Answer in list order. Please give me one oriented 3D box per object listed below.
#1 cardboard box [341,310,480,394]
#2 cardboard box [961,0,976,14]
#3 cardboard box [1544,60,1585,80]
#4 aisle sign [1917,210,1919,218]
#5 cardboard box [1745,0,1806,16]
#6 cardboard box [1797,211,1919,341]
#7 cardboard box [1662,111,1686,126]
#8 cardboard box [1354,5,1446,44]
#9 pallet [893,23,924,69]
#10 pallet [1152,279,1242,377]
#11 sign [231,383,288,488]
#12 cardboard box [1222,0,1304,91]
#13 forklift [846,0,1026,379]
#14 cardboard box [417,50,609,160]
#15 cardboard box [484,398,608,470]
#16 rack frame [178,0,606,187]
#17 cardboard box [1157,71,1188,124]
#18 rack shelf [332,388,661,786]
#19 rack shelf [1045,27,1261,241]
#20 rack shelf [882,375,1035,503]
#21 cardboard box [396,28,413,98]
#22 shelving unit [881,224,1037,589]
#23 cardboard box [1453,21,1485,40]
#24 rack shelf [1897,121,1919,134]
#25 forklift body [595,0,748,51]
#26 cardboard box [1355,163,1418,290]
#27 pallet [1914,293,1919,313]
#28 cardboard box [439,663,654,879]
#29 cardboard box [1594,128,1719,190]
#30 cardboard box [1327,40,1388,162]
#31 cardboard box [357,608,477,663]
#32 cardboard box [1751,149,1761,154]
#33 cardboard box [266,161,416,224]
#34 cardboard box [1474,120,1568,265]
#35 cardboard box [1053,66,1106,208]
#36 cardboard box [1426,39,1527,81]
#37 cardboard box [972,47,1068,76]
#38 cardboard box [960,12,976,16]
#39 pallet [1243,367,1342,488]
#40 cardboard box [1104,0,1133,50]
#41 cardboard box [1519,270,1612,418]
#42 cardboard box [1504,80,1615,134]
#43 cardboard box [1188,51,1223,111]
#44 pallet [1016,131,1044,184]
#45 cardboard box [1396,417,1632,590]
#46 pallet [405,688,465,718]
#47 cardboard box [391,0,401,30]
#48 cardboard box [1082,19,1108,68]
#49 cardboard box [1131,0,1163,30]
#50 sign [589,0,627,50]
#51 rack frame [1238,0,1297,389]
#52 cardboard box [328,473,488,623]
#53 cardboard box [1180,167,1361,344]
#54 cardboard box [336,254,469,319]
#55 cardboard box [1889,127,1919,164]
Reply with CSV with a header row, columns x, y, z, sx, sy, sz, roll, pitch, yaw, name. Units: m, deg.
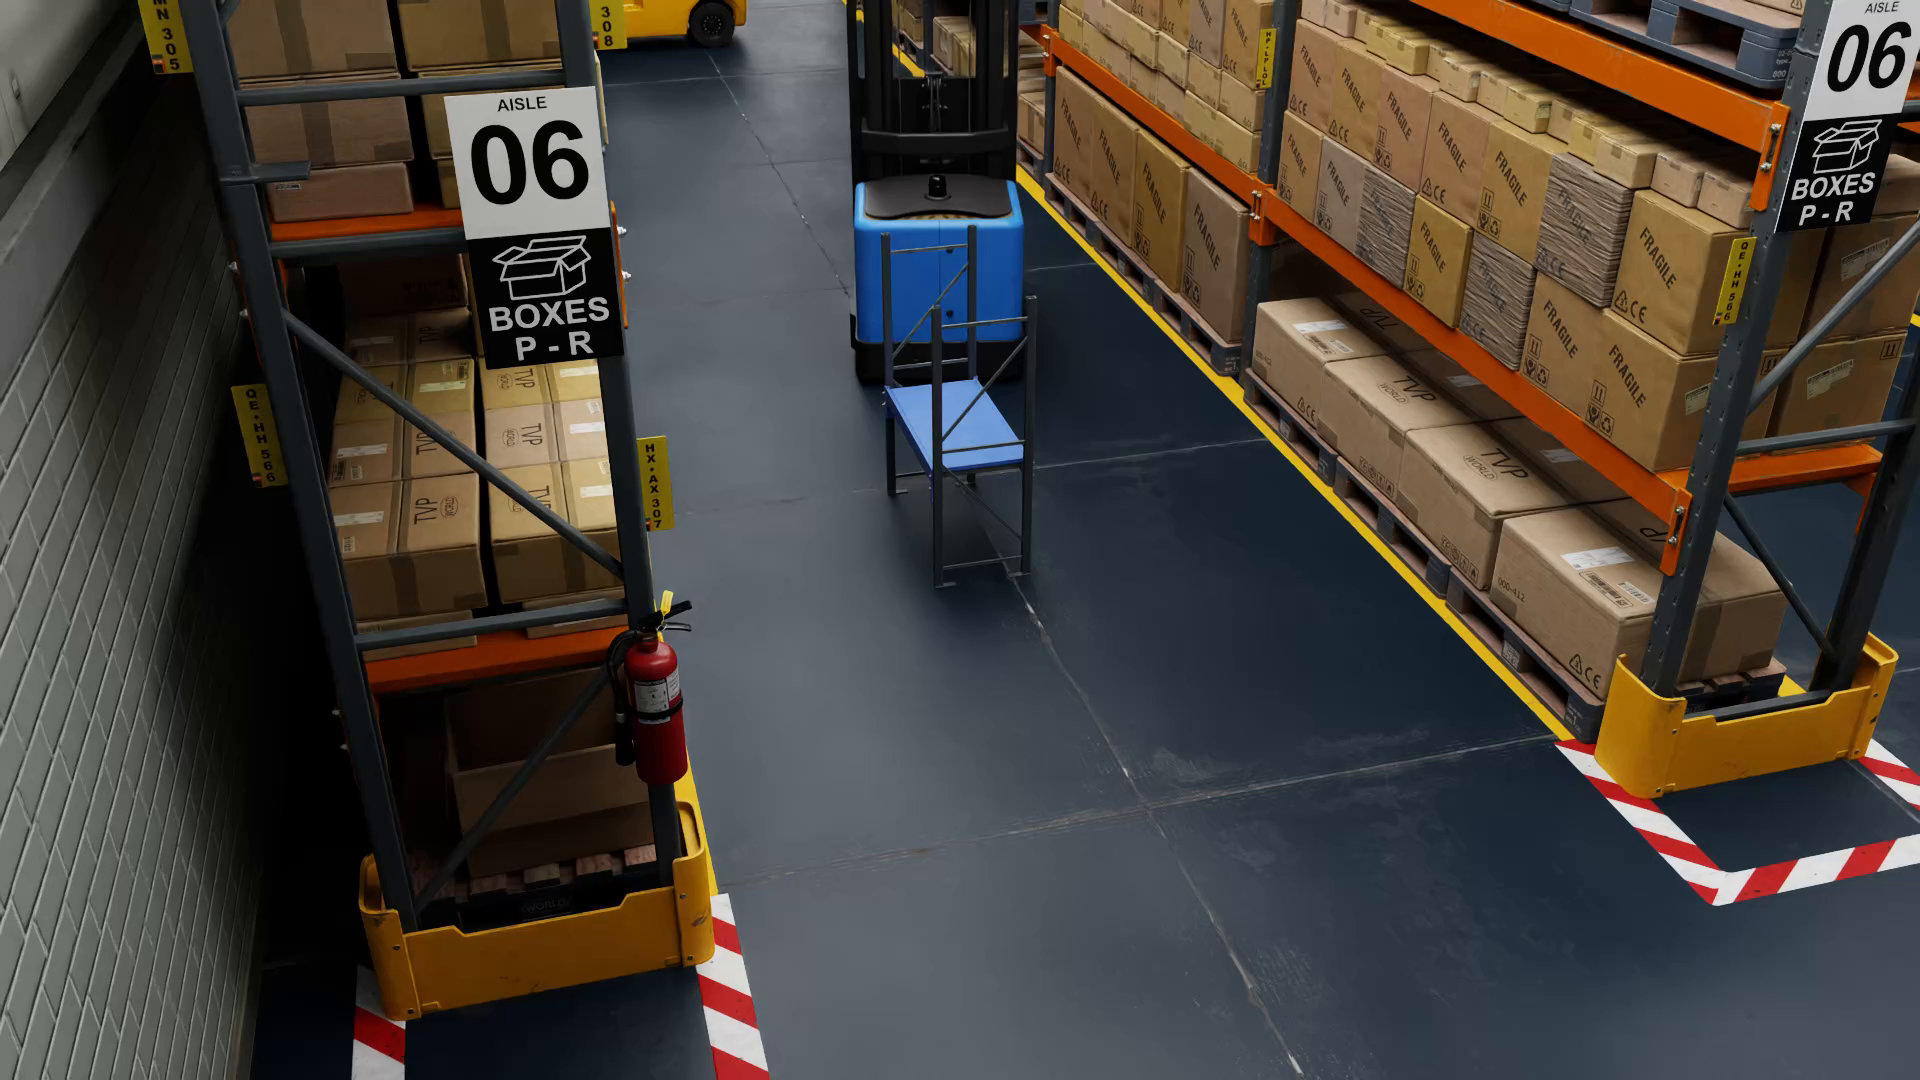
x,y,z,sx,sy,sz,roll,pitch,yaw,name
-2.256,-0.718,6.850,0.500,0.250,0.500,-8,31,-13,cardboard box
0.226,-5.821,17.389,0.500,0.500,0.500,-6,31,-11,cardboard box
2.993,-2.228,7.859,0.380,0.149,0.250,-8,31,-13,cardboard box
3.606,-1.517,5.781,0.394,0.787,0.004,-8,31,-13,aisle sign
3.101,-2.052,5.937,0.500,0.250,0.500,-11,32,-18,cardboard box
3.455,-1.134,6.616,0.500,0.500,0.500,-9,31,-14,cardboard box
3.176,-1.855,7.216,0.380,0.149,0.250,-8,31,-13,cardboard box
2.272,-2.650,8.589,0.380,0.149,0.250,-8,31,-14,cardboard box
-0.090,-5.296,17.690,1.003,0.211,1.213,-8,31,-13,pallet
1.969,-1.476,11.089,1.003,0.211,1.213,-8,31,-13,pallet
-2.017,-0.300,4.802,0.100,0.325,0.005,-8,31,-13,sign
1.885,-2.978,9.803,0.500,0.500,0.500,-7,31,-12,cardboard box
-0.183,-2.972,10.959,1.130,2.935,3.031,-1,30,-2,forklift
-1.331,-1.339,4.927,0.500,0.250,0.500,-8,31,-14,cardboard box
-1.472,-0.288,6.107,0.500,0.250,0.500,-8,31,-13,cardboard box
-1.477,-2.323,3.780,1.000,3.000,0.127,-8,31,-13,rack frame
1.634,-2.930,10.968,0.500,0.250,0.500,-9,31,-15,cardboard box
-2.008,-0.381,7.132,1.077,0.370,4.000,-8,31,-13,rack shelf
1.715,-2.974,11.613,1.077,0.370,4.000,-8,31,-13,rack shelf
-0.023,-0.535,8.536,0.538,0.185,1.000,-8,31,-13,rack shelf
-2.005,-1.513,5.227,0.500,0.250,0.500,-8,31,-13,cardboard box
-0.023,-0.690,8.445,0.538,1.500,1.048,-8,31,-13,shelving unit
2.741,-2.587,8.479,0.380,0.149,0.250,-8,31,-14,cardboard box
6.461,-3.681,12.834,1.077,0.370,4.000,-8,31,-13,rack shelf
-3.462,-6.413,17.683,2.313,2.155,1.214,-8,31,-13,forklift body
2.374,-1.617,8.449,0.500,0.500,0.500,-8,31,-13,cardboard box
7.204,-1.500,11.131,1.003,0.211,1.213,-8,31,-13,pallet
-1.548,0.865,6.335,0.797,0.503,0.637,-9,31,-15,cardboard box
2.779,-1.524,6.644,0.380,0.149,0.250,-8,31,-14,cardboard box
2.267,-2.289,8.612,0.500,0.500,0.500,-8,31,-14,cardboard box
-1.824,0.258,5.560,0.380,0.149,0.250,-8,31,-14,cardboard box
3.342,-1.470,6.550,0.380,0.149,0.250,-7,31,-12,cardboard box
-1.785,-1.039,4.808,0.380,0.149,0.250,-7,31,-12,cardboard box
2.655,-1.553,7.341,0.500,0.500,0.500,-8,31,-14,cardboard box
1.288,-3.169,12.933,0.875,0.875,0.875,-8,31,-14,cardboard box
2.467,-2.279,7.948,0.380,0.149,0.250,-8,31,-13,cardboard box
0.645,-4.293,15.376,0.950,0.372,0.625,-7,31,-12,cardboard box
0.226,-5.496,17.577,0.500,0.250,0.500,-9,31,-16,cardboard box
2.372,-0.735,9.810,1.003,0.211,1.213,-8,31,-13,pallet
1.337,-3.633,11.684,0.500,0.250,0.500,-8,31,-13,cardboard box
2.806,-0.873,7.165,0.500,0.500,0.500,-8,31,-14,cardboard box
2.628,-1.900,7.293,0.380,0.149,0.250,-7,31,-12,cardboard box
1.755,-2.892,10.403,0.500,0.250,0.500,-7,31,-12,cardboard box
0.978,-3.422,14.452,1.003,0.211,1.213,-8,31,-13,pallet
2.785,-0.207,8.252,0.875,0.438,0.875,-7,31,-12,cardboard box
-2.030,0.471,7.726,1.003,0.211,1.213,-8,31,-13,pallet
-2.001,-1.733,5.110,0.500,0.250,0.500,-9,31,-15,cardboard box
1.225,-3.671,12.248,0.500,0.250,0.500,-9,31,-15,cardboard box
1.473,-3.723,11.089,0.500,0.500,0.500,-7,31,-12,cardboard box
-0.954,-1.475,4.437,0.100,0.325,0.005,-8,31,-13,sign
2.246,-2.320,9.764,1.000,3.000,0.127,-8,31,-13,rack frame
-1.855,0.023,5.568,0.500,0.250,0.500,-7,31,-12,cardboard box
2.004,-1.871,10.690,0.875,0.875,0.875,-7,31,-12,cardboard box
-2.400,-1.292,7.092,0.500,0.500,0.500,-9,31,-15,cardboard box
6.550,-2.777,11.882,0.500,0.250,0.500,-9,31,-15,cardboard box
